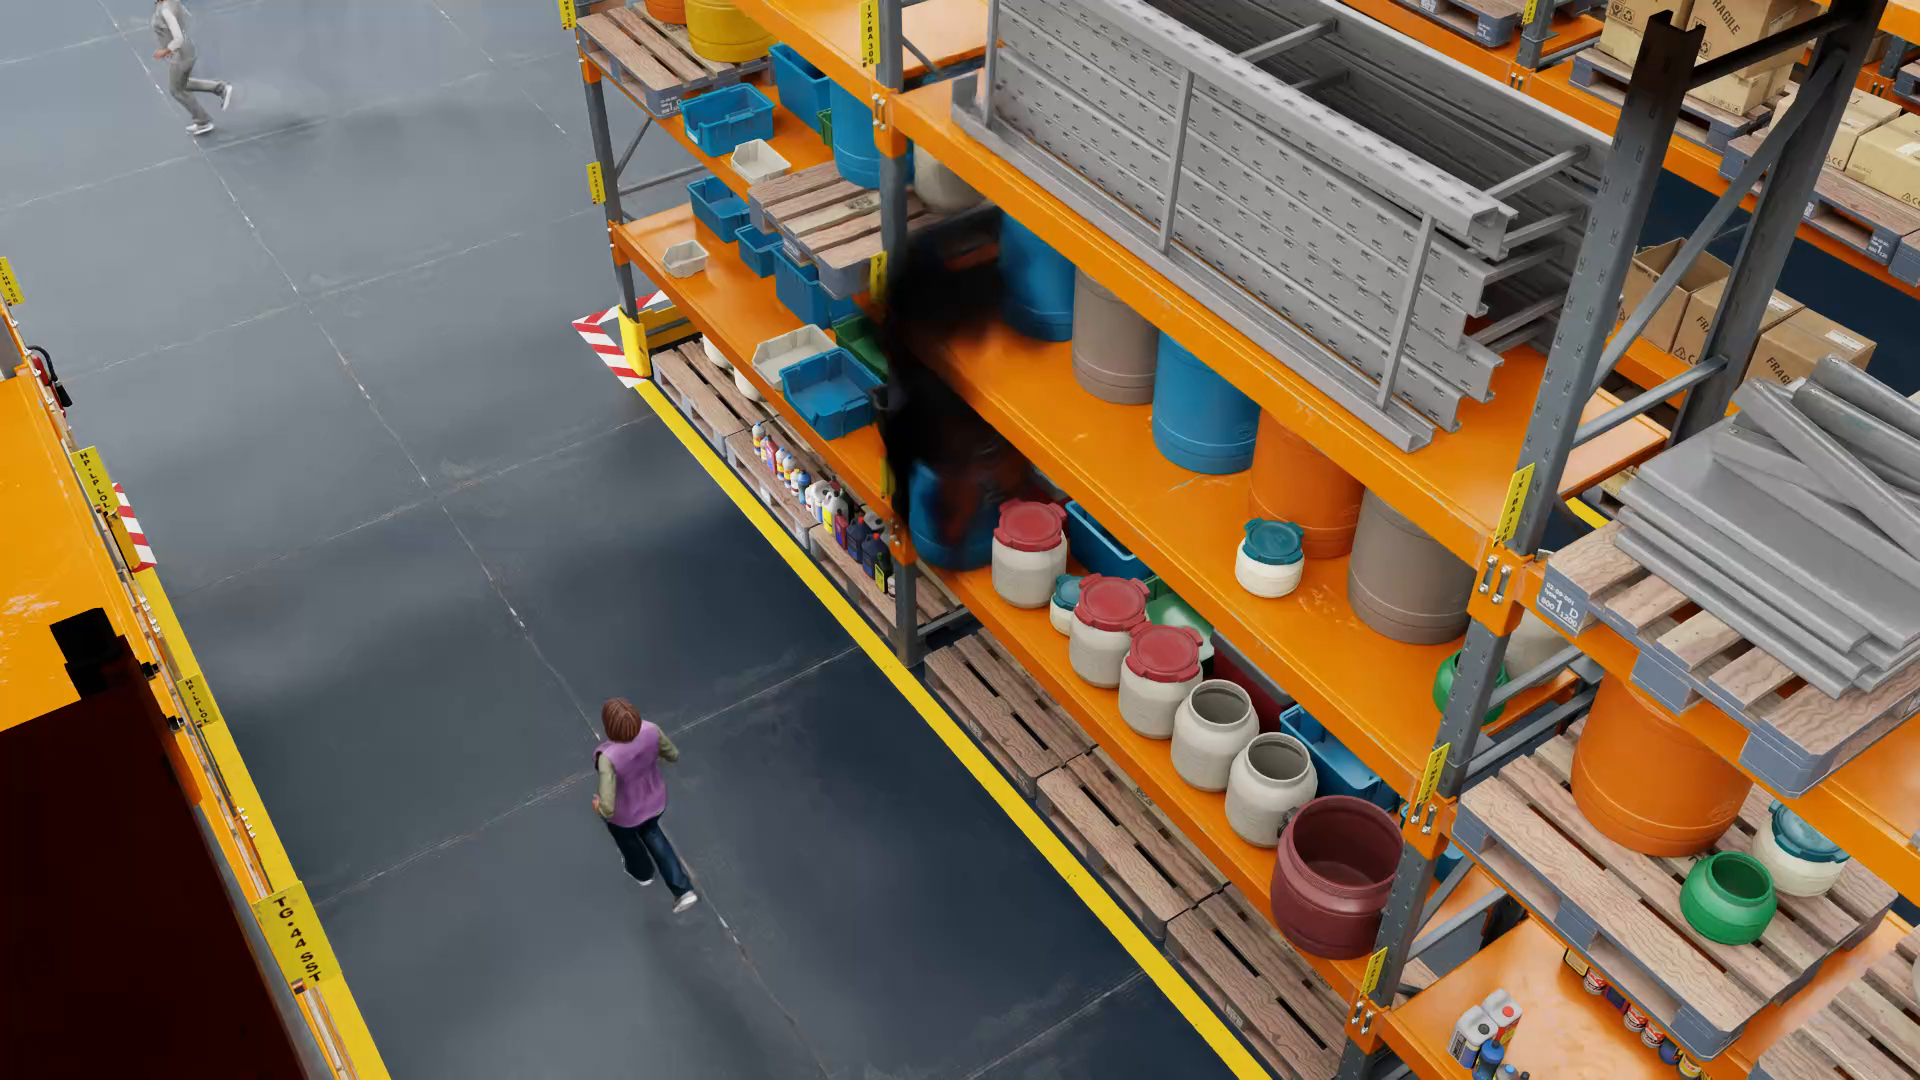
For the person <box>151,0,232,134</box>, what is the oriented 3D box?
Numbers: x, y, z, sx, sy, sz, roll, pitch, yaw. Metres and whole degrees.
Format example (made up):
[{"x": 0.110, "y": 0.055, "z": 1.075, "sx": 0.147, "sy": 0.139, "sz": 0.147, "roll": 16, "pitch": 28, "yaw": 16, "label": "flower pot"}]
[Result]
[{"x": -7.221, "y": -4.529, "z": 15.563, "sx": 0.551, "sy": 1.552, "sz": 0.546, "roll": -9, "pitch": 43, "yaw": -10, "label": "person"}]

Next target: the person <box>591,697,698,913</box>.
[{"x": -1.690, "y": 1.391, "z": 8.684, "sx": 0.547, "sy": 1.575, "sz": 0.651, "roll": -31, "pitch": 51, "yaw": -30, "label": "person"}]
